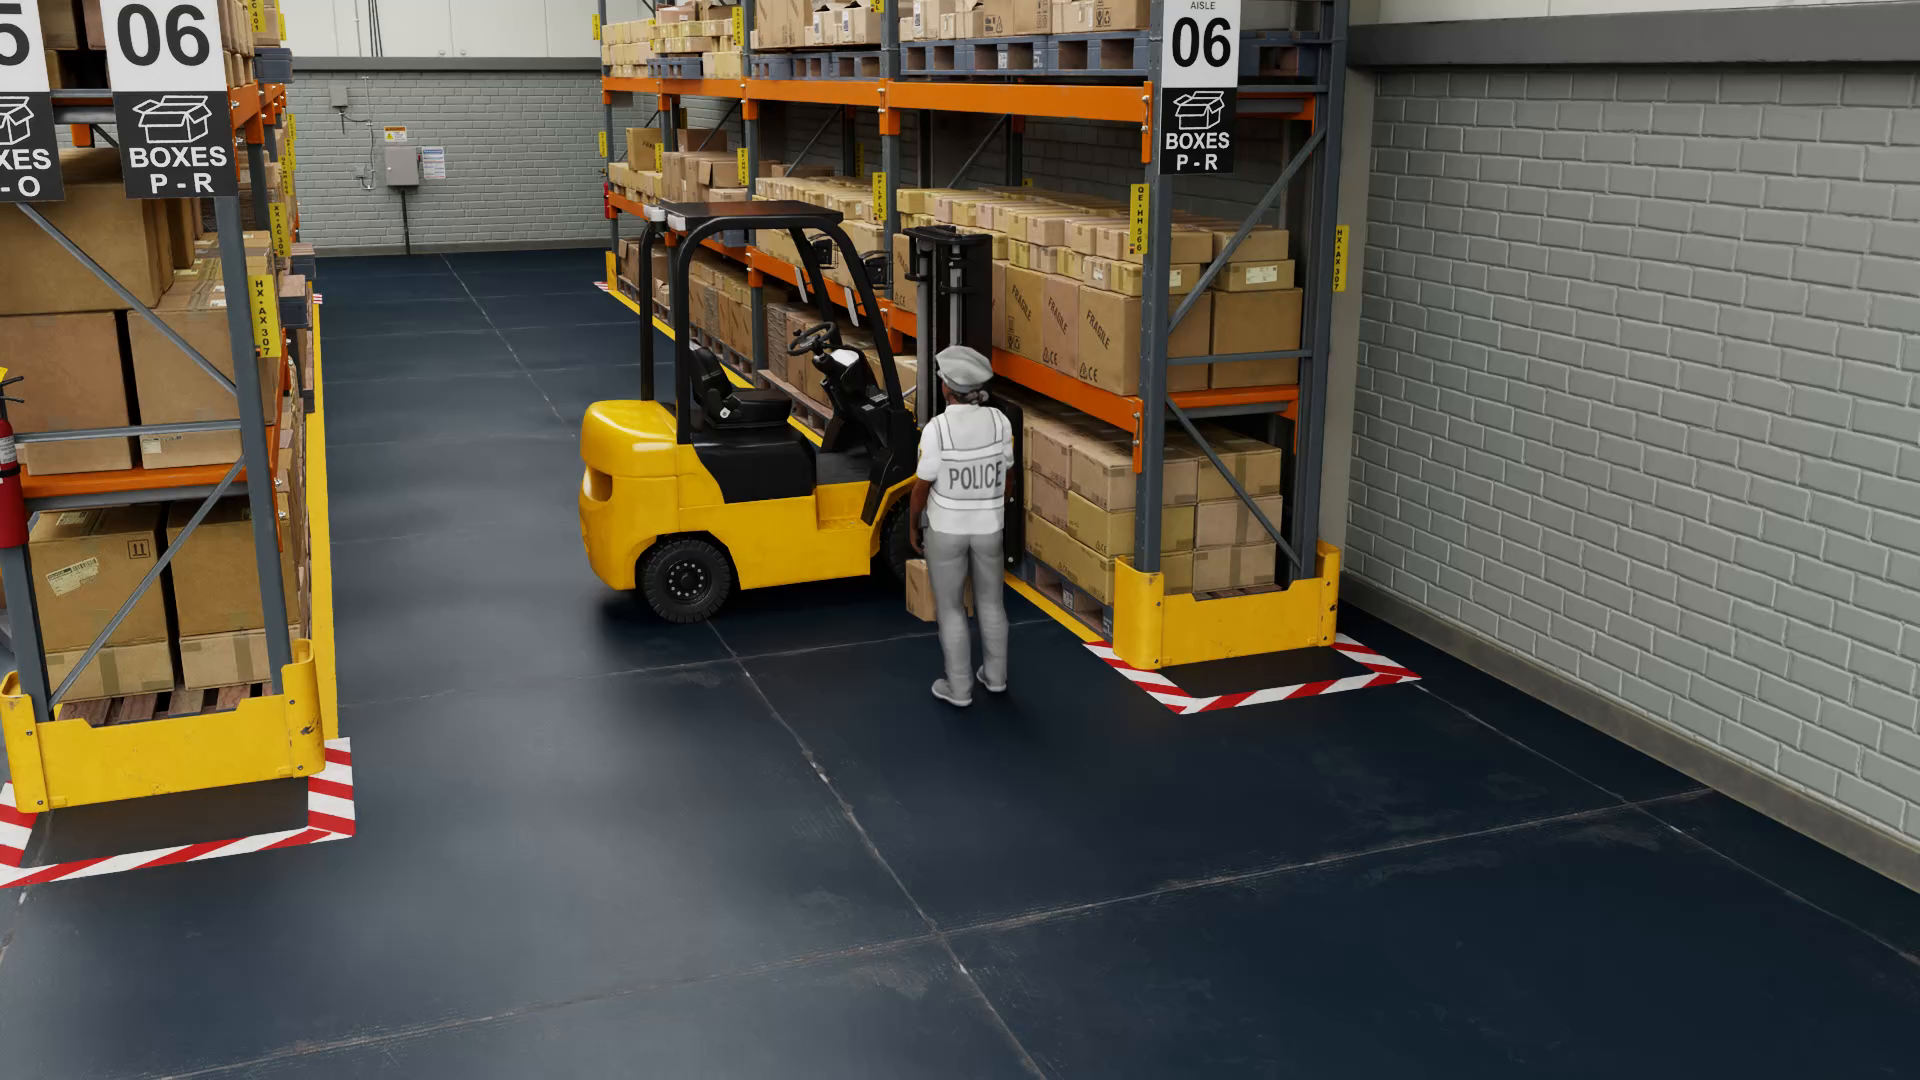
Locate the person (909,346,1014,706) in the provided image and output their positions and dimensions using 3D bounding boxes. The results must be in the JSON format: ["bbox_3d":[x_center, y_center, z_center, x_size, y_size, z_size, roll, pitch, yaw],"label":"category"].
[{"bbox_3d":[0.010,-0.063,7.671,0.547,1.687,0.528,-6,17,-20],"label":"person"}]
